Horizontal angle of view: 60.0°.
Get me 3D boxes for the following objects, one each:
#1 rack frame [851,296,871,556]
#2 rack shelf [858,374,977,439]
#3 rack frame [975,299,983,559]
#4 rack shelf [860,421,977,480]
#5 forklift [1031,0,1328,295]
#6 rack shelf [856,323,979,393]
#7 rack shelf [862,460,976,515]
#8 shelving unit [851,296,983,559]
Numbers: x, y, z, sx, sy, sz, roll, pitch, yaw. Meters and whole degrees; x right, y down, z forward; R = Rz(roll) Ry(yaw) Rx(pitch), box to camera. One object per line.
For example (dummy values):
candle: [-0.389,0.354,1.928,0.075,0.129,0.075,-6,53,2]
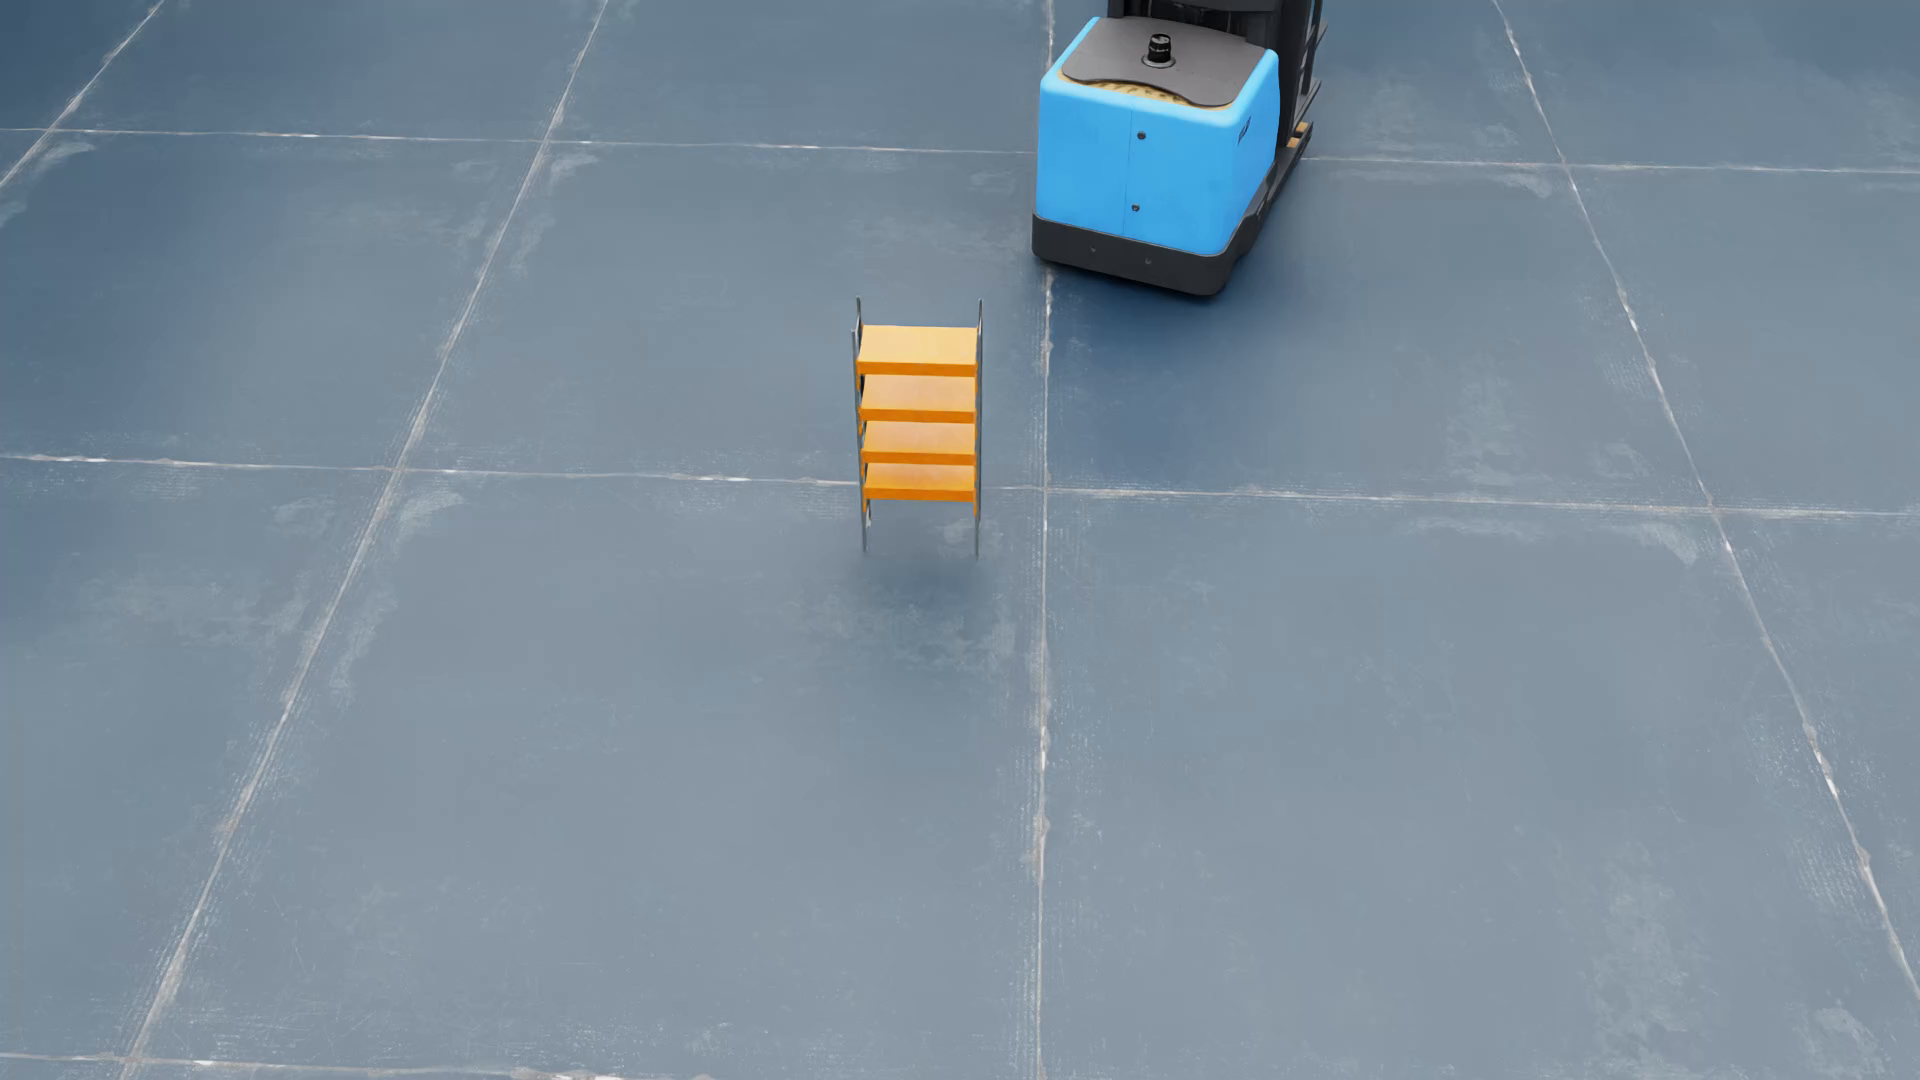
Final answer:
rack frame: [-0.409,-0.452,6.940,0.015,1.200,0.240,2,43,2]
rack shelf: [-0.165,-0.559,6.825,0.480,0.148,0.258,2,43,2]
rack frame: [0.078,-0.437,6.924,0.015,1.200,0.240,2,43,2]
rack shelf: [-0.165,-0.395,6.978,0.480,0.148,0.258,2,43,2]
forklift: [1.427,-3.348,8.779,1.130,2.935,3.031,16,45,17]
rack shelf: [-0.165,-0.732,6.664,0.480,0.148,0.258,2,43,2]
rack shelf: [-0.165,-0.250,7.113,0.480,0.148,0.258,2,43,2]
shelving unit: [-0.165,-0.444,6.932,0.503,1.200,0.258,2,43,2]
